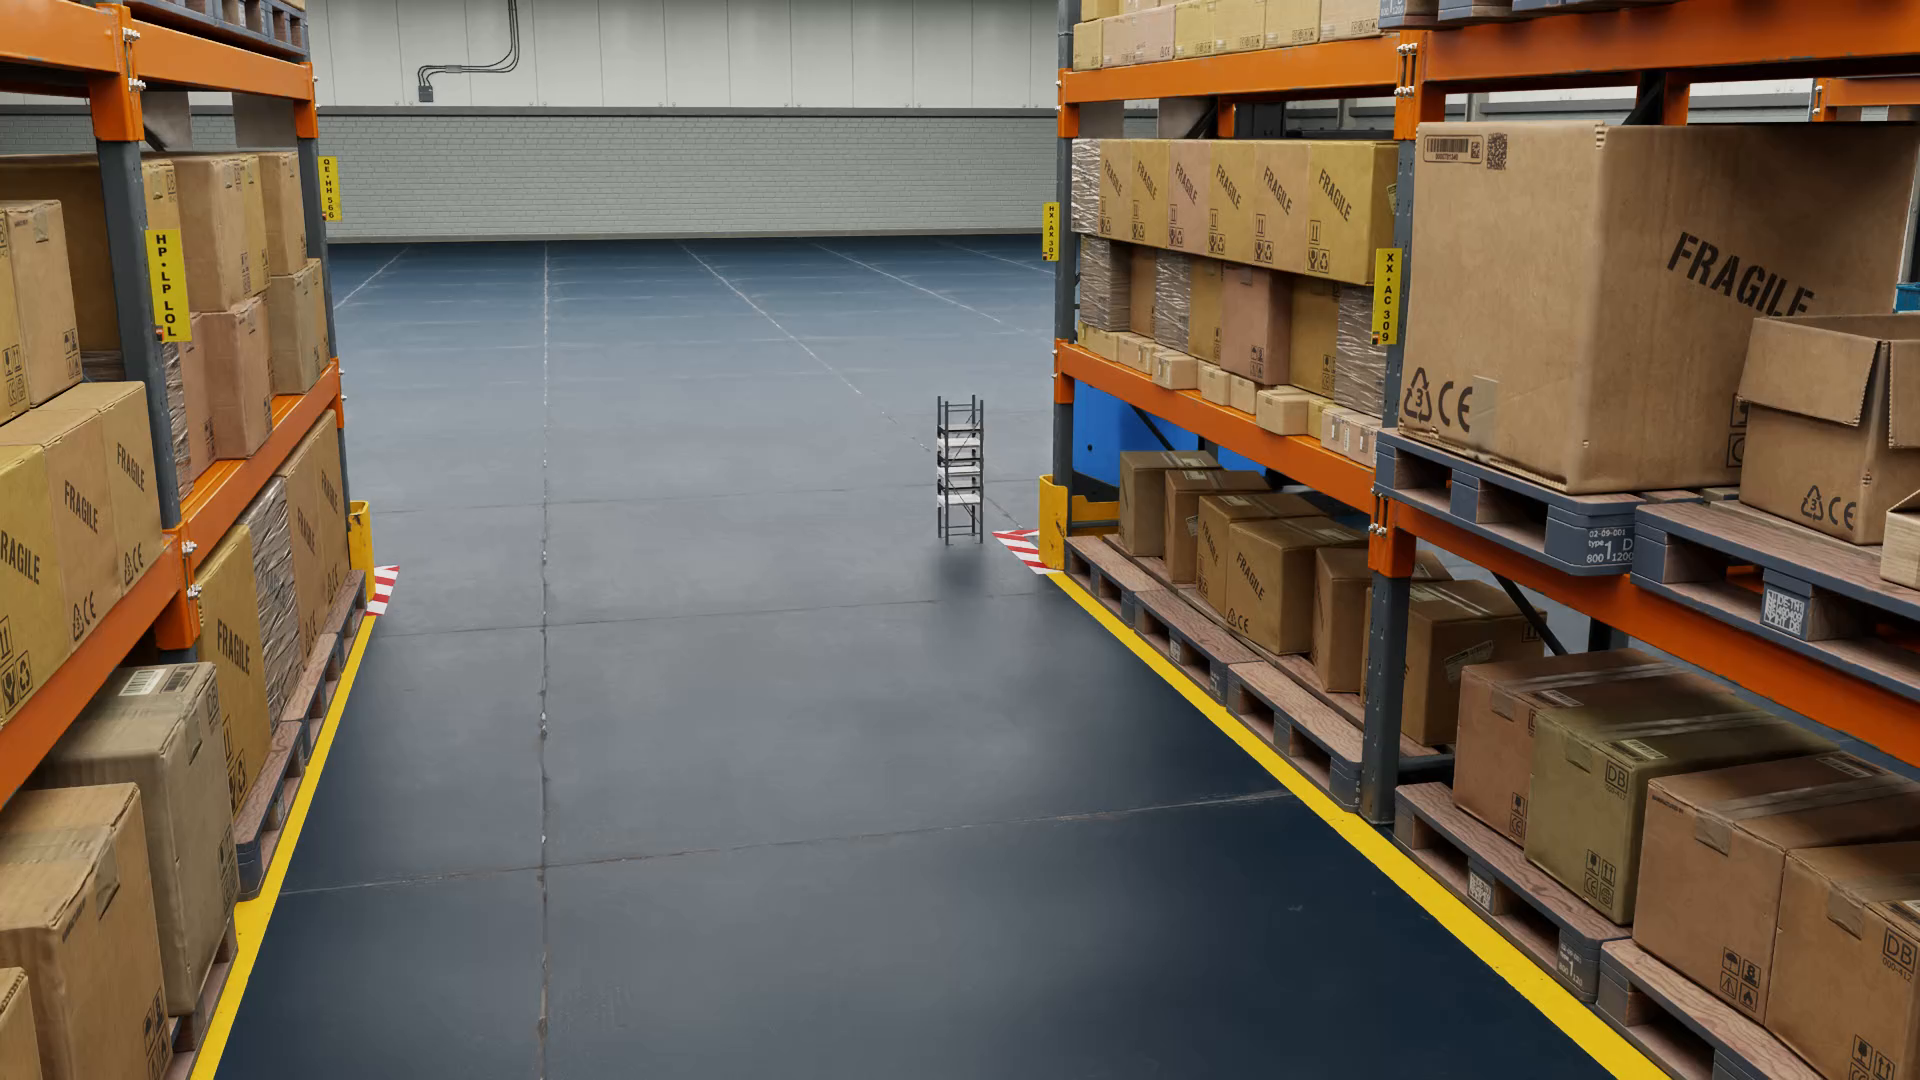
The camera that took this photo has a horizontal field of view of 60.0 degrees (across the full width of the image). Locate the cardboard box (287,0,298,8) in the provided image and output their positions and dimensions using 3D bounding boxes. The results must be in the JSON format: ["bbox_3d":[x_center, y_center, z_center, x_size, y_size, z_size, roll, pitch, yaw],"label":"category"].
[{"bbox_3d":[-3.330,-2.585,7.800,0.380,0.149,0.250,-3,14,-13],"label":"cardboard box"}]

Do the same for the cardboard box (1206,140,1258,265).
[{"bbox_3d":[1.380,-1.441,7.062,0.500,0.500,0.500,-3,14,-13],"label":"cardboard box"}]

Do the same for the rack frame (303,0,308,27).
[{"bbox_3d":[-3.796,-4.027,7.950,1.000,3.000,0.127,-3,14,-13],"label":"rack frame"}]

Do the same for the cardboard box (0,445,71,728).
[{"bbox_3d":[-2.237,0.100,3.487,0.500,0.500,0.500,-3,14,-13],"label":"cardboard box"}]

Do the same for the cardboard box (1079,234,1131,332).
[{"bbox_3d":[1.151,-1.431,9.126,0.875,0.500,0.500,-3,14,-13],"label":"cardboard box"}]

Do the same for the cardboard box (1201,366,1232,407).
[{"bbox_3d":[1.314,-0.701,7.507,0.380,0.149,0.250,-3,14,-13],"label":"cardboard box"}]

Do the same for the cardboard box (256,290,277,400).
[{"bbox_3d":[-3.505,-0.841,7.233,0.875,0.550,0.550,-3,14,-13],"label":"cardboard box"}]

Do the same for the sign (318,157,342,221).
[{"bbox_3d":[-3.265,-1.818,8.608,0.100,0.325,0.005,-3,14,-13],"label":"sign"}]

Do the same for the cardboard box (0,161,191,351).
[{"bbox_3d":[-2.910,-0.875,5.096,0.875,0.550,0.550,-3,14,-13],"label":"cardboard box"}]

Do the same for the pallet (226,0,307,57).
[{"bbox_3d":[-3.612,-2.357,7.619,1.003,0.211,1.213,-3,14,-13],"label":"pallet"}]

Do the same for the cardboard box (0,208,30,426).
[{"bbox_3d":[-2.612,-0.492,3.802,0.700,0.500,0.500,-4,14,-14],"label":"cardboard box"}]

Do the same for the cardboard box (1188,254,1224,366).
[{"bbox_3d":[1.567,-1.088,7.724,0.875,0.500,0.500,-3,14,-13],"label":"cardboard box"}]

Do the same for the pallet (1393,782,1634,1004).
[{"bbox_3d":[2.173,1.091,5.518,1.003,0.211,1.213,-3,14,-13],"label":"pallet"}]

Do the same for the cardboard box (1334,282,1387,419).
[{"bbox_3d":[1.943,-0.744,6.313,0.875,0.500,0.500,-3,14,-13],"label":"cardboard box"}]

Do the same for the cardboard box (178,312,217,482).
[{"bbox_3d":[-3.106,-0.473,5.727,0.875,0.550,0.550,-3,14,-13],"label":"cardboard box"}]

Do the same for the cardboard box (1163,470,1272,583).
[{"bbox_3d":[1.353,-0.075,8.795,0.500,0.500,0.500,0,14,2],"label":"cardboard box"}]

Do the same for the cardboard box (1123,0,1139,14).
[{"bbox_3d":[1.029,-2.684,8.250,0.380,0.149,0.250,-3,14,-11],"label":"cardboard box"}]

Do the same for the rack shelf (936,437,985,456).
[{"bbox_3d":[0.002,-0.578,10.278,0.258,0.077,0.200,-3,14,-13],"label":"rack shelf"}]

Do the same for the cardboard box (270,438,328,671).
[{"bbox_3d":[-3.364,0.071,7.409,0.875,0.875,0.875,-4,14,-14],"label":"cardboard box"}]

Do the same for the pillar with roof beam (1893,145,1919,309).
[{"bbox_3d":[9.496,-7.524,22.262,9.100,9.000,0.400,-3,14,-13],"label":"pillar with roof beam"}]

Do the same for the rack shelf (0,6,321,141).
[{"bbox_3d":[-3.326,-1.759,6.503,1.077,0.370,4.000,-3,14,-13],"label":"rack shelf"}]

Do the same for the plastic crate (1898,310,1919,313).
[{"bbox_3d":[5.761,-1.290,9.941,0.298,0.136,0.250,-3,14,-13],"label":"plastic crate"}]

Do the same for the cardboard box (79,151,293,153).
[{"bbox_3d":[-3.747,-1.623,8.157,0.875,0.550,0.550,-3,14,-13],"label":"cardboard box"}]

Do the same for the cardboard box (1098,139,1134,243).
[{"bbox_3d":[1.024,-1.787,8.478,0.500,0.500,0.500,-3,14,-13],"label":"cardboard box"}]

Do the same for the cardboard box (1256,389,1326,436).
[{"bbox_3d":[1.435,-0.525,6.786,0.380,0.149,0.250,-3,14,-13],"label":"cardboard box"}]

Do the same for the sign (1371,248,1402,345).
[{"bbox_3d":[1.463,-0.832,5.688,0.100,0.325,0.005,-3,14,-13],"label":"sign"}]

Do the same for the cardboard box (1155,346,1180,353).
[{"bbox_3d":[1.184,-0.877,8.226,0.380,0.149,0.250,-3,14,-13],"label":"cardboard box"}]

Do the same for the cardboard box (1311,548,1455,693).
[{"bbox_3d":[1.791,0.341,7.094,0.500,0.500,0.500,1,14,5],"label":"cardboard box"}]

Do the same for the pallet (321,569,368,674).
[{"bbox_3d":[-3.532,0.422,8.256,1.003,0.211,1.213,-3,14,-13],"label":"pallet"}]

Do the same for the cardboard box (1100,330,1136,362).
[{"bbox_3d":[0.968,-1.048,8.925,0.380,0.149,0.250,-3,14,-13],"label":"cardboard box"}]

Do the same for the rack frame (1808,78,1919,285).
[{"bbox_3d":[5.863,-1.642,10.829,1.000,3.000,0.127,-3,14,-13],"label":"rack frame"}]

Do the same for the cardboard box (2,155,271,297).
[{"bbox_3d":[-3.277,-1.249,6.628,0.875,0.550,0.500,-3,14,-13],"label":"cardboard box"}]

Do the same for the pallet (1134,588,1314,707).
[{"bbox_3d":[1.506,0.476,8.033,1.003,0.211,1.213,-3,14,-13],"label":"pallet"}]

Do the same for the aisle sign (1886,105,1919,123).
[{"bbox_3d":[6.135,-2.938,10.656,0.394,0.787,0.004,-3,14,-13],"label":"aisle sign"}]

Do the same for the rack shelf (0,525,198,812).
[{"bbox_3d":[-2.387,0.621,3.082,1.077,0.370,4.000,-3,14,-13],"label":"rack shelf"}]

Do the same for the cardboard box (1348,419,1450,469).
[{"bbox_3d":[1.652,-0.355,6.087,0.380,0.149,0.250,-3,14,-13],"label":"cardboard box"}]

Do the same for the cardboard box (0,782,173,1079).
[{"bbox_3d":[-2.401,1.060,3.625,1.050,0.750,0.750,-3,14,-13],"label":"cardboard box"}]

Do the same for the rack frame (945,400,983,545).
[{"bbox_3d":[0.026,-0.412,10.217,0.240,0.900,0.006,-3,14,-13],"label":"rack frame"}]

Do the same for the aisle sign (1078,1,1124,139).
[{"bbox_3d":[0.743,-2.627,9.380,0.394,0.787,0.004,-3,14,-13],"label":"aisle sign"}]

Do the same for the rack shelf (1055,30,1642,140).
[{"bbox_3d":[1.519,-2.012,7.539,1.077,0.370,4.000,-3,14,-13],"label":"rack shelf"}]

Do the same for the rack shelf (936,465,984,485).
[{"bbox_3d":[0.002,-0.403,10.320,0.258,0.077,0.200,-3,14,-13],"label":"rack shelf"}]

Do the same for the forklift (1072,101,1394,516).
[{"bbox_3d":[2.199,-1.693,11.179,3.031,2.935,1.130,-6,15,-23],"label":"forklift"}]

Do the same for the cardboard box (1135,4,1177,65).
[{"bbox_3d":[1.150,-2.392,7.892,0.500,0.250,0.500,-3,14,-13],"label":"cardboard box"}]

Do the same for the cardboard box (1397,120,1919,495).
[{"bbox_3d":[2.039,-0.748,5.018,1.000,1.000,1.000,-3,14,-13],"label":"cardboard box"}]

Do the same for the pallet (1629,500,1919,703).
[{"bbox_3d":[2.423,0.118,4.027,1.003,0.211,1.213,-3,14,-13],"label":"pallet"}]

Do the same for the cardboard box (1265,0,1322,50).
[{"bbox_3d":[1.515,-2.039,6.450,0.500,0.250,0.500,-3,14,-12],"label":"cardboard box"}]

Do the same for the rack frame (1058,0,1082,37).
[{"bbox_3d":[1.049,-4.280,8.987,1.000,3.000,0.127,-3,14,-13],"label":"rack frame"}]

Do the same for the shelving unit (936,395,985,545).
[{"bbox_3d":[0.002,-0.435,10.313,0.258,0.900,0.210,-3,14,-13],"label":"shelving unit"}]

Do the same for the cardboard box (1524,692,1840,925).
[{"bbox_3d":[2.205,0.811,5.127,0.700,0.500,0.500,-3,14,-14],"label":"cardboard box"}]
